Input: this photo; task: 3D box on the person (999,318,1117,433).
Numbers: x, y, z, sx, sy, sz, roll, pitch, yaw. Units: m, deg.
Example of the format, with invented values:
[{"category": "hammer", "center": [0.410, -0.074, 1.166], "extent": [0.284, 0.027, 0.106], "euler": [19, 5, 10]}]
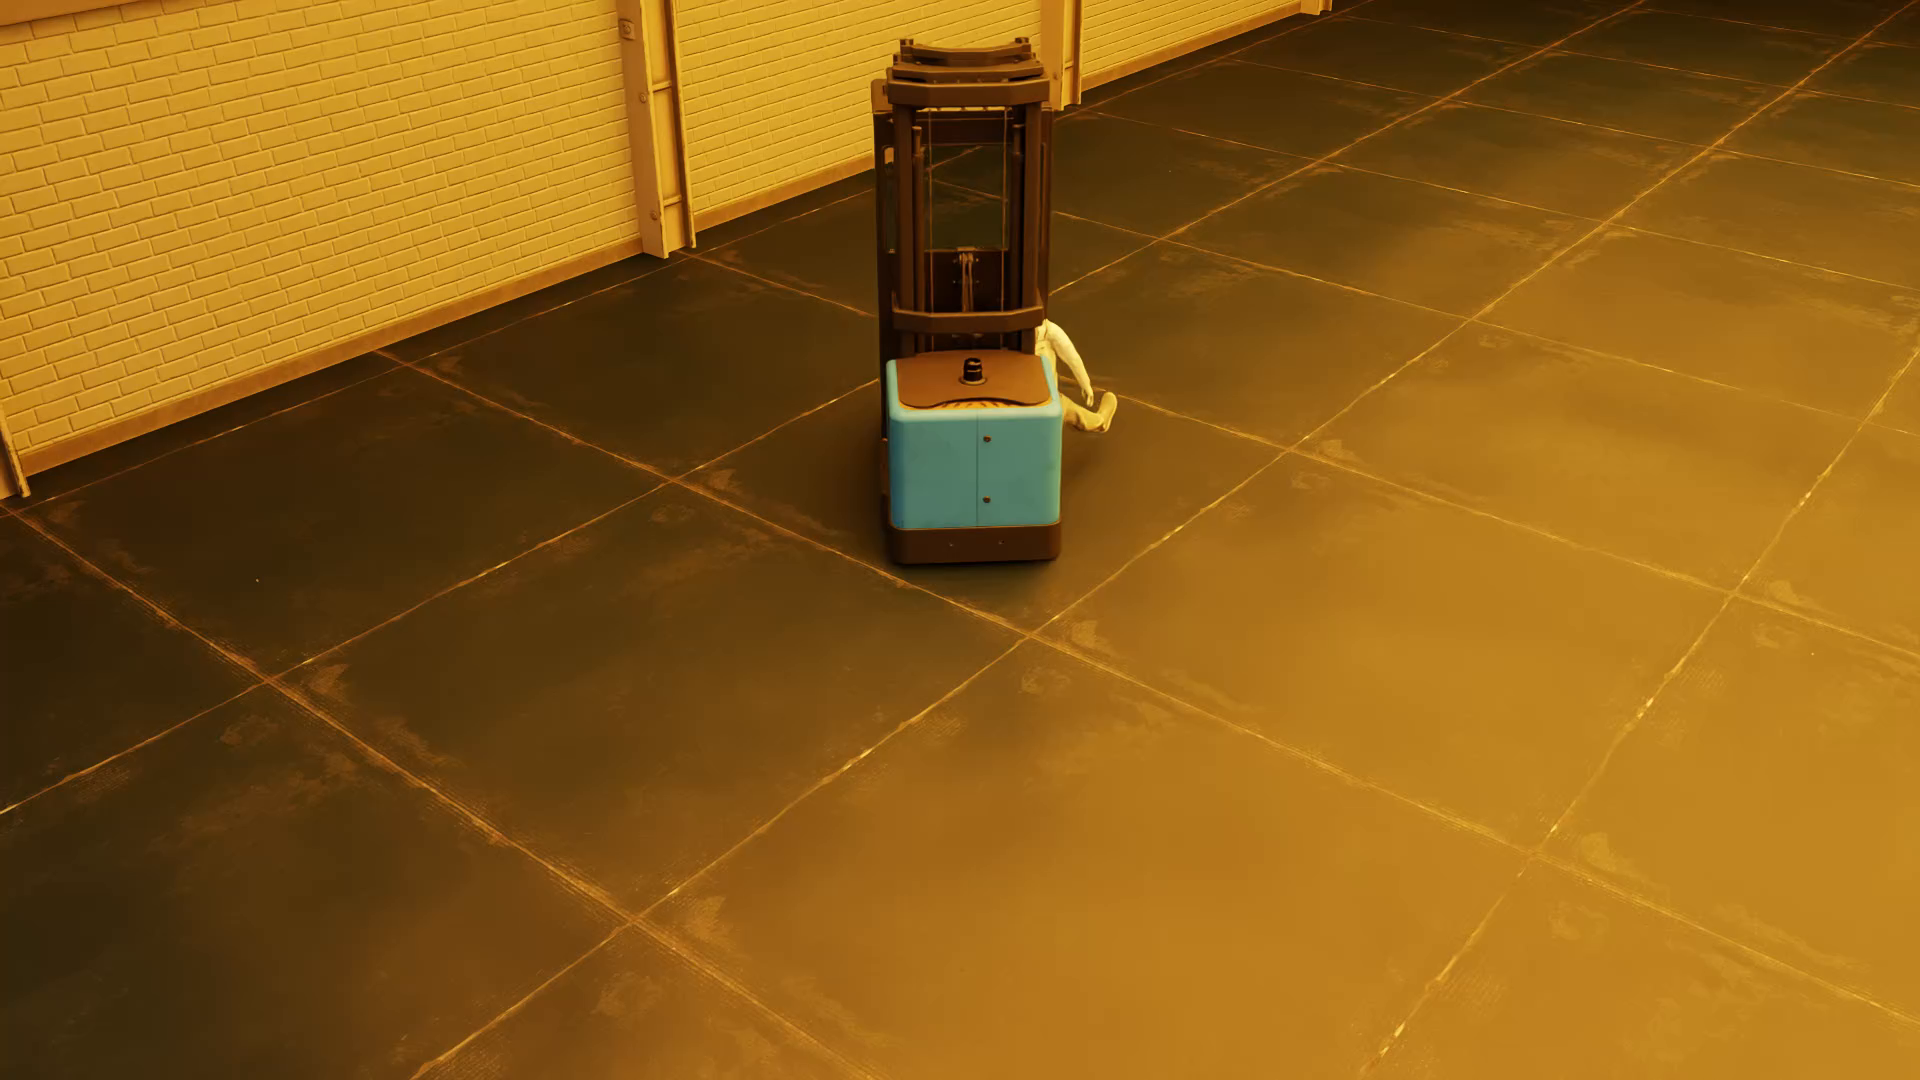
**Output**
[{"category": "person", "center": [0.458, -1.141, 11.053], "extent": [0.986, 1.368, 1.135], "euler": [14, 33, 22]}]

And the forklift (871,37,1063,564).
[{"category": "forklift", "center": [0.004, -1.832, 10.731], "extent": [1.130, 2.935, 3.031], "euler": [-2, 30, -3]}]
